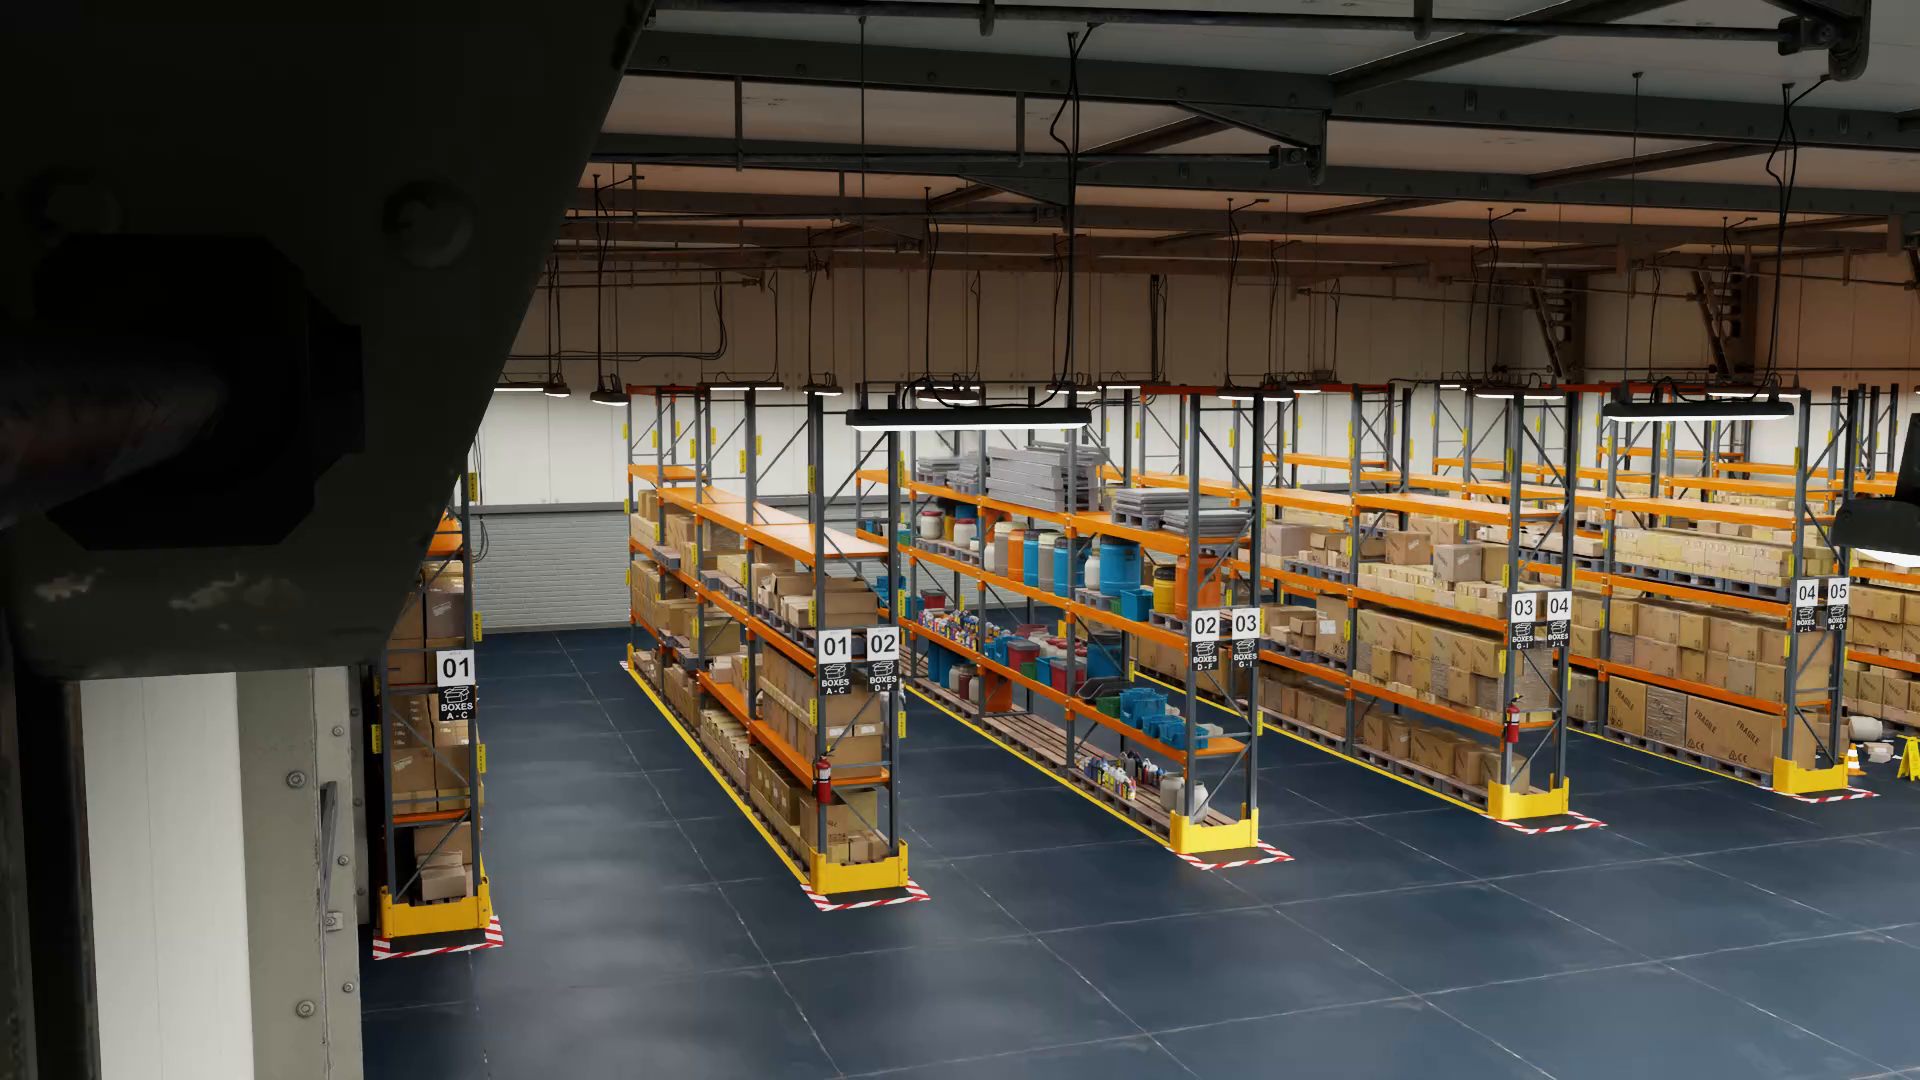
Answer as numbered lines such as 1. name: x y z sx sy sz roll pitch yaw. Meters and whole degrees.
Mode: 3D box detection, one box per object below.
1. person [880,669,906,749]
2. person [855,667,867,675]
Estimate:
1. person: -1.108 2.666 27.553 0.592 1.646 0.633 -4 7 -32
2. person: -1.884 2.259 31.591 0.722 1.623 0.816 -2 6 -15
